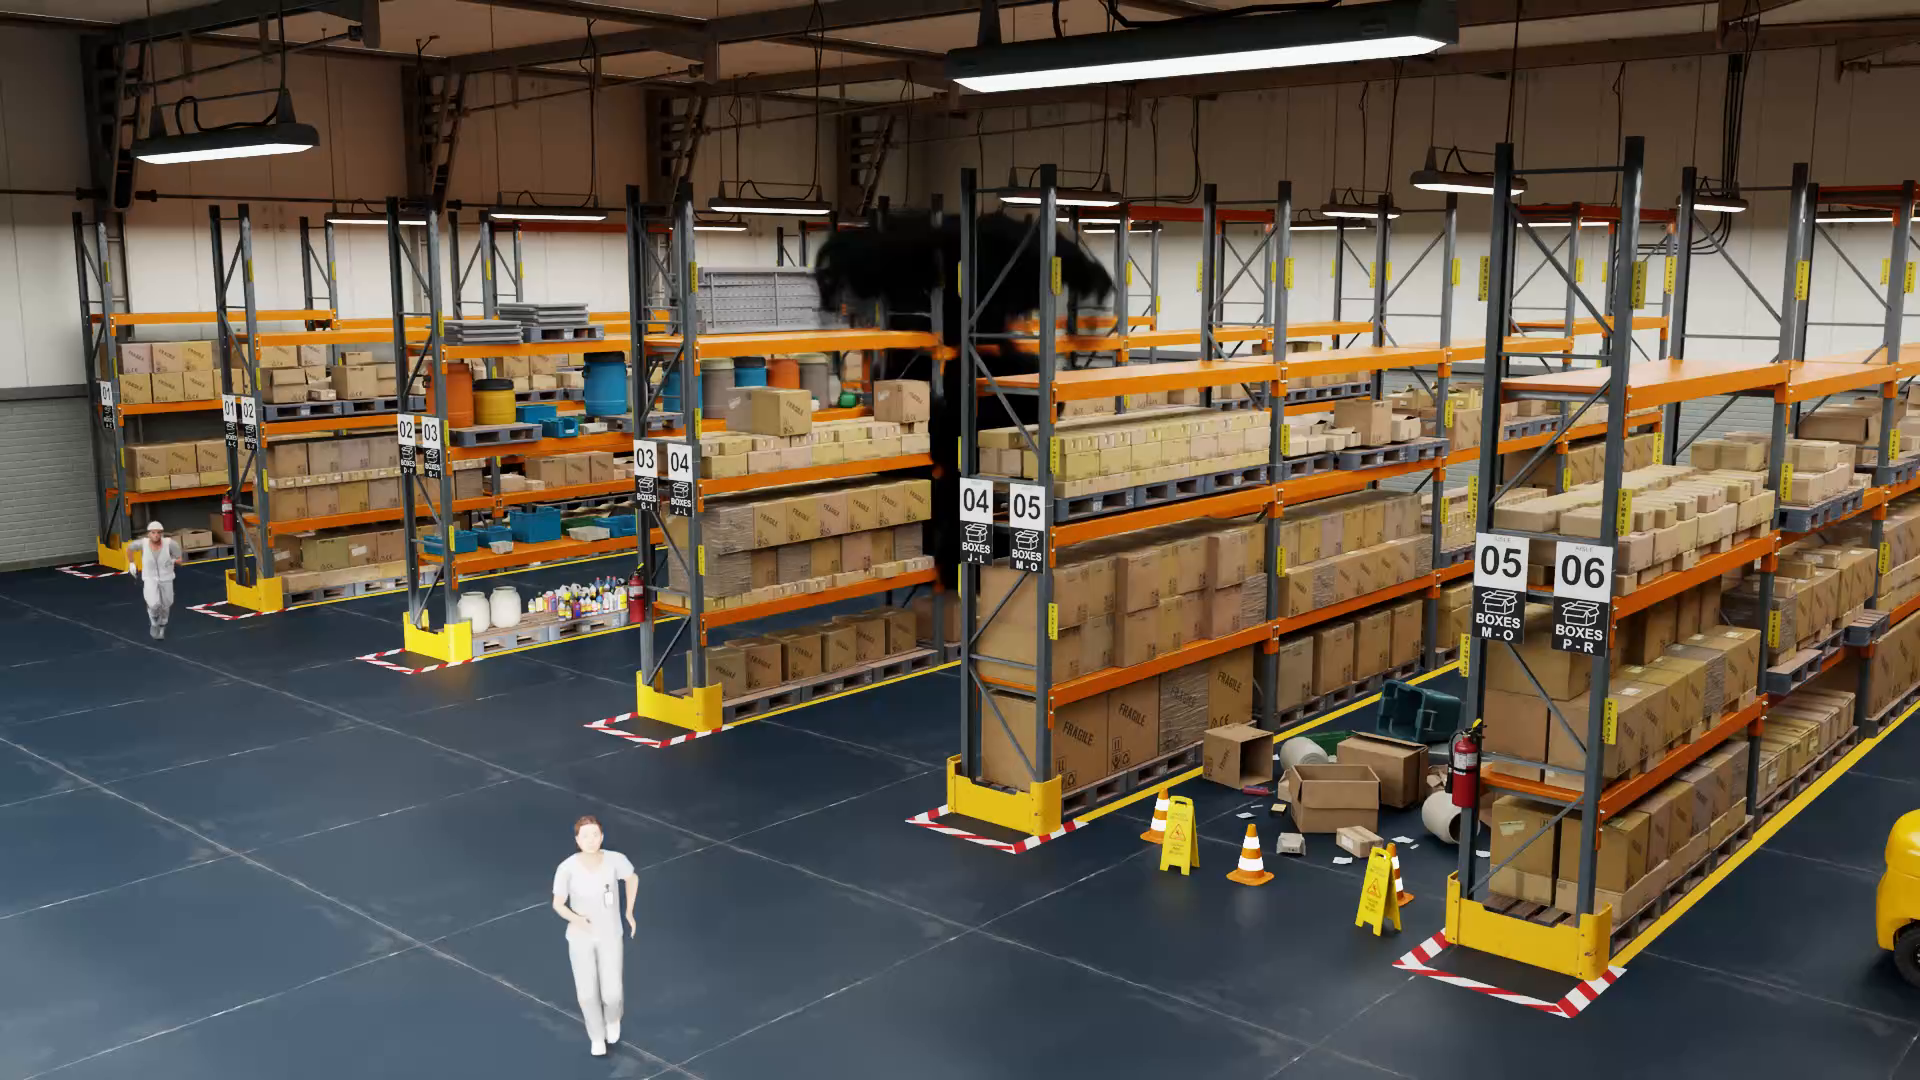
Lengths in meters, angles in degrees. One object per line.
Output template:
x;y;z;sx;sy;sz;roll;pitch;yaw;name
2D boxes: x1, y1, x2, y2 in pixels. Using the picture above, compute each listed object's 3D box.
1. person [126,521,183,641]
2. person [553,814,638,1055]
-10.909;0.572;22.604;0.648;1.701;0.839;-6;11;-33;person
-2.351;2.589;10.783;0.549;1.633;0.582;-2;10;-12;person
